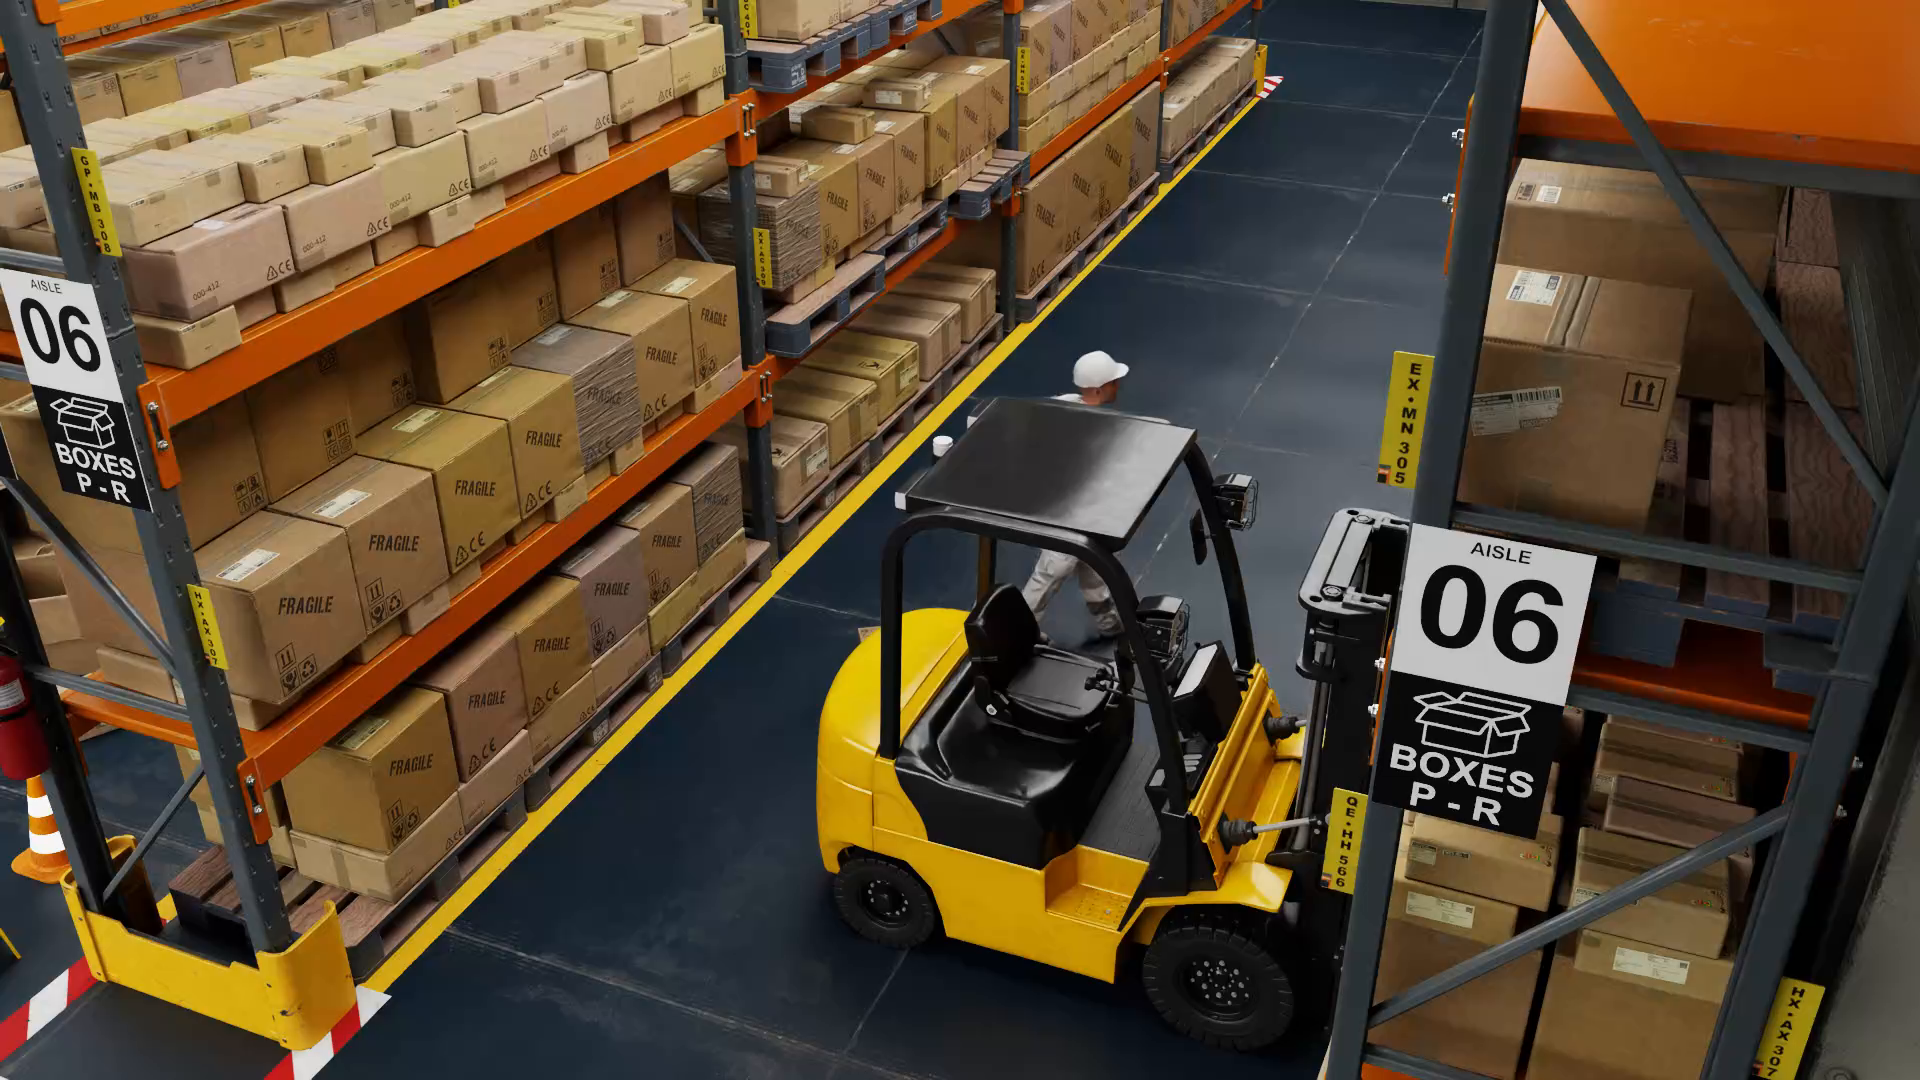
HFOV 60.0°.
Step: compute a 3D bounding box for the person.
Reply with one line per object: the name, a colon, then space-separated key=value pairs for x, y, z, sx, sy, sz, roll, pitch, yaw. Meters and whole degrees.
person: x=0.645 y=-0.163 z=8.660 sx=0.871 sy=1.759 sz=0.579 roll=-8 pitch=30 yaw=-14
